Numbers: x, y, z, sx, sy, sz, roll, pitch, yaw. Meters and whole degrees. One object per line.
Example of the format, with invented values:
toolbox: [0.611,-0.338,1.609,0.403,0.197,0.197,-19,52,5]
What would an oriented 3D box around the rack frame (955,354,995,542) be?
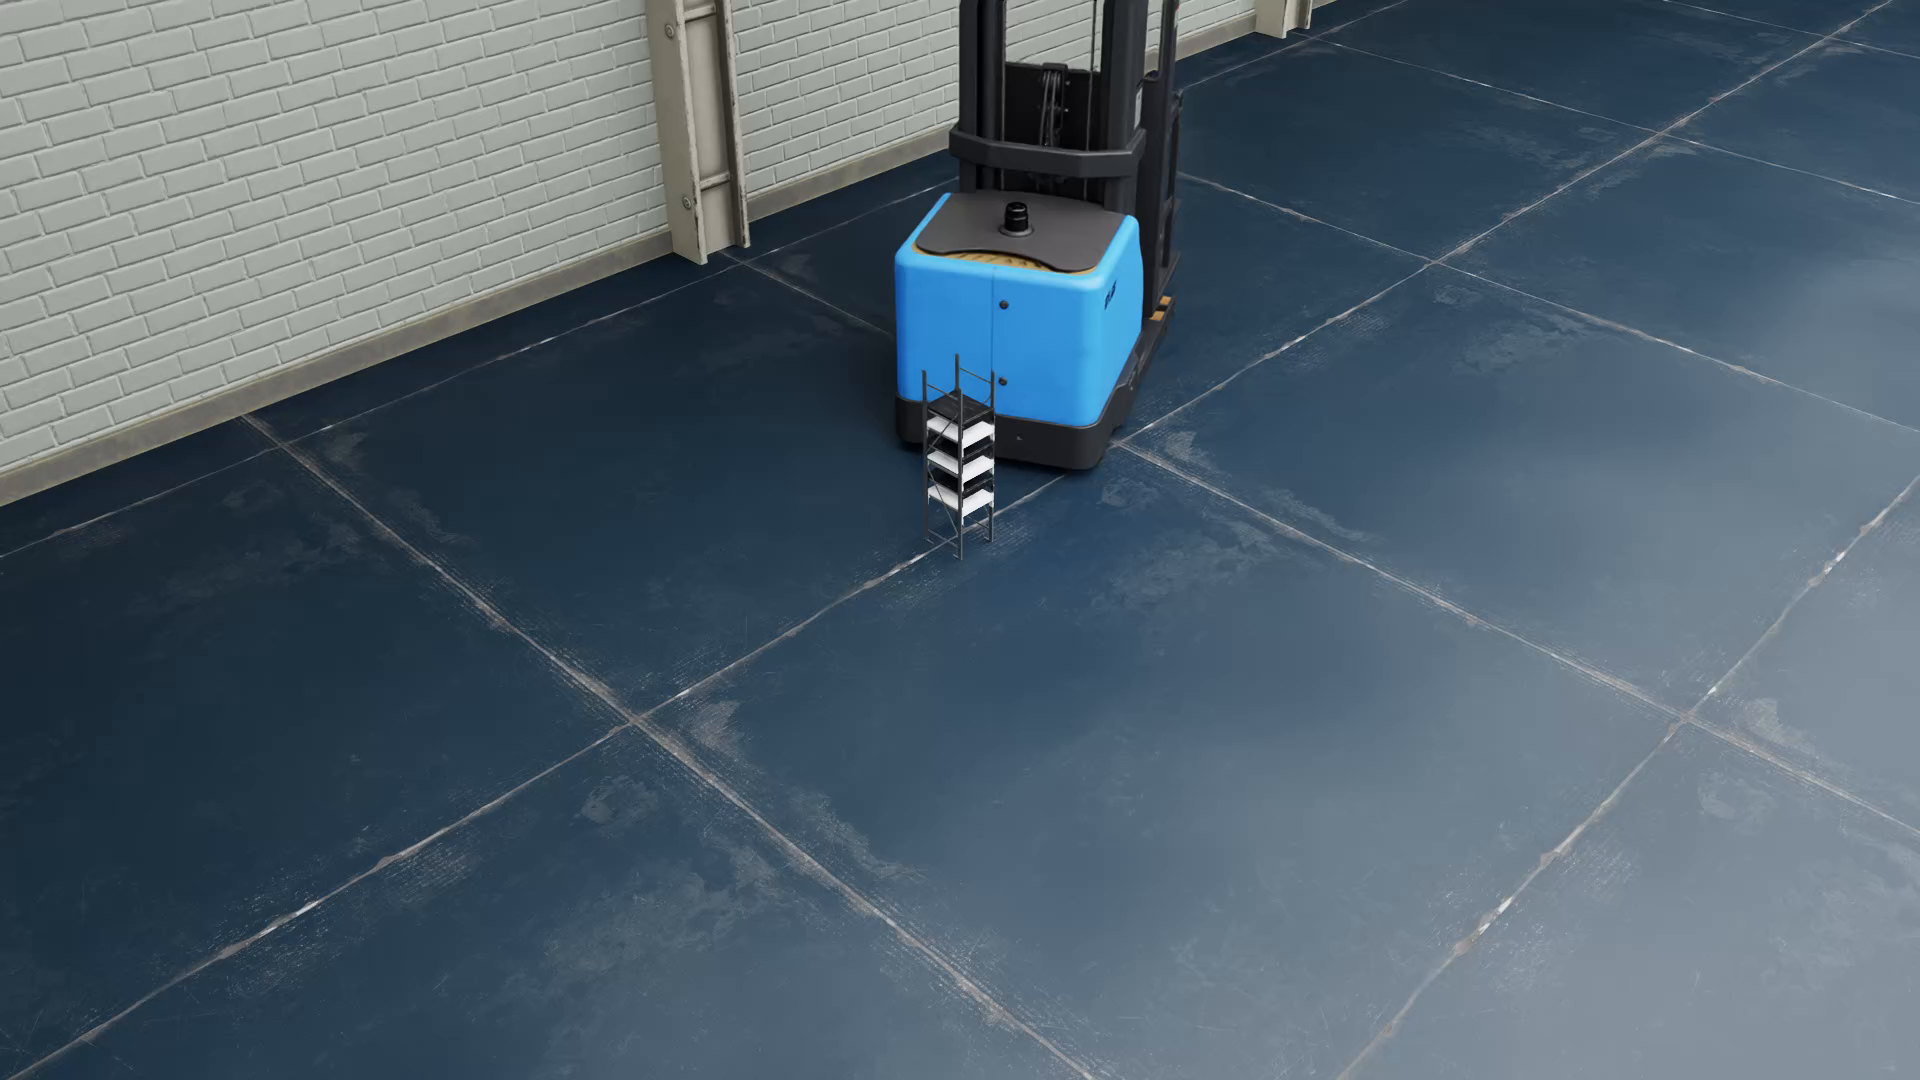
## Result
rack frame: [0.066,-0.407,7.547,0.240,0.900,0.006,30,45,35]

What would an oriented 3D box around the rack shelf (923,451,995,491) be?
rack shelf: [-0.006,-0.338,7.507,0.258,0.077,0.200,30,45,35]

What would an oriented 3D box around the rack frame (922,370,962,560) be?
rack frame: [-0.077,-0.325,7.429,0.240,0.900,0.006,30,45,35]

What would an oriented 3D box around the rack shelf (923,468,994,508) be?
rack shelf: [-0.006,-0.265,7.558,0.258,0.077,0.200,30,45,35]

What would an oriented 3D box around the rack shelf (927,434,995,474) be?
rack shelf: [-0.006,-0.412,7.455,0.258,0.077,0.200,30,45,35]

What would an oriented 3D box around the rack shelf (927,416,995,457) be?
rack shelf: [-0.006,-0.486,7.404,0.258,0.077,0.200,30,45,35]

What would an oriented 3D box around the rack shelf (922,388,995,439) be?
rack shelf: [-0.006,-0.560,7.352,0.258,0.077,0.200,30,45,35]

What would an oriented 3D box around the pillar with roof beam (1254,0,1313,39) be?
pillar with roof beam: [5.729,-6.214,8.794,9.100,9.000,0.400,30,45,35]

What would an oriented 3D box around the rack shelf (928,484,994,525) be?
rack shelf: [-0.006,-0.191,7.610,0.258,0.077,0.200,30,45,35]

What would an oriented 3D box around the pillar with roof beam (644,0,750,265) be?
pillar with roof beam: [1.502,-3.778,5.301,9.100,9.000,0.400,30,45,35]

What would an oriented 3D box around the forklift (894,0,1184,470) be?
forklift: [0.604,-2.386,8.609,1.130,2.935,3.031,10,36,14]

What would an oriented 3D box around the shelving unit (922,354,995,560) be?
shelving unit: [-0.006,-0.366,7.488,0.258,0.900,0.210,30,45,35]
